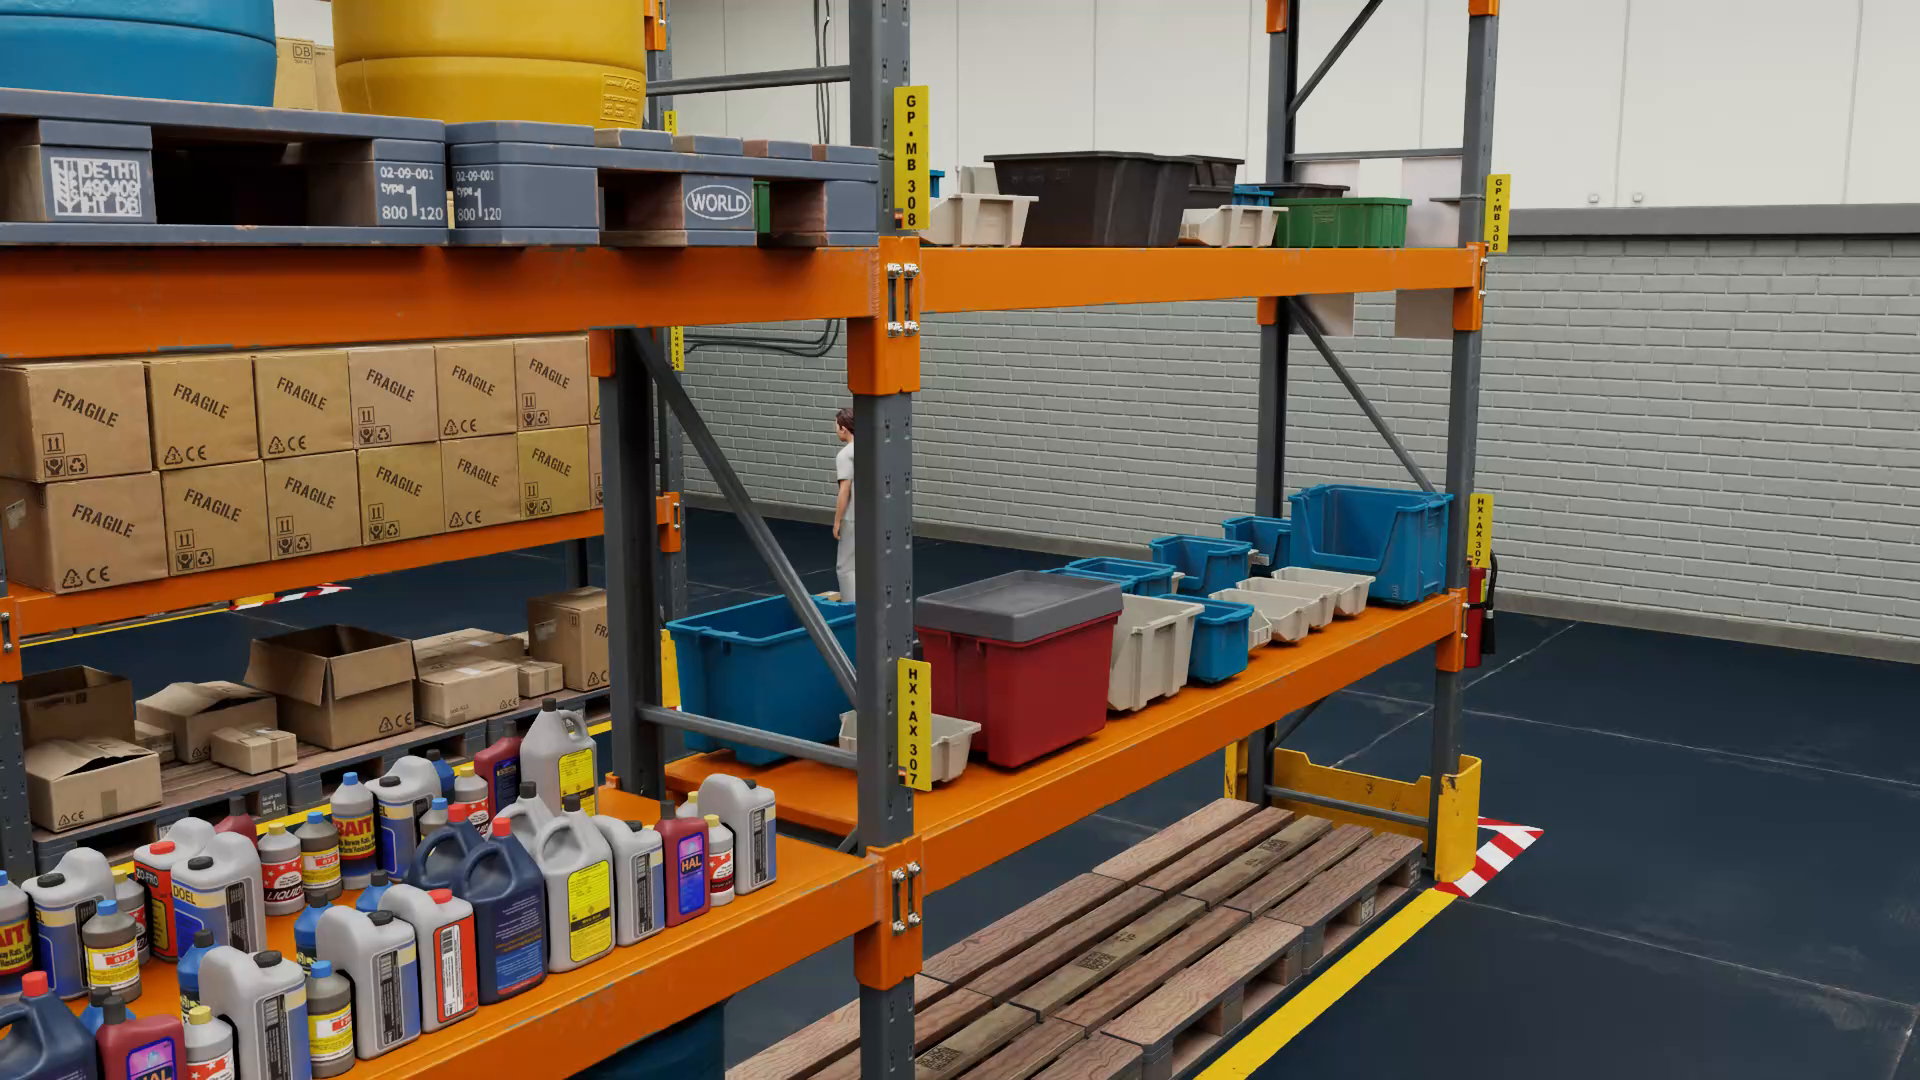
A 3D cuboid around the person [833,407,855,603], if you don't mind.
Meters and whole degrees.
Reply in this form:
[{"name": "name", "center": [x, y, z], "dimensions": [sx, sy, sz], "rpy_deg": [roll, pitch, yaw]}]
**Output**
[{"name": "person", "center": [-0.745, -0.024, 12.220], "dimensions": [0.352, 1.438, 0.494], "rpy_deg": [7, 12, 35]}]
